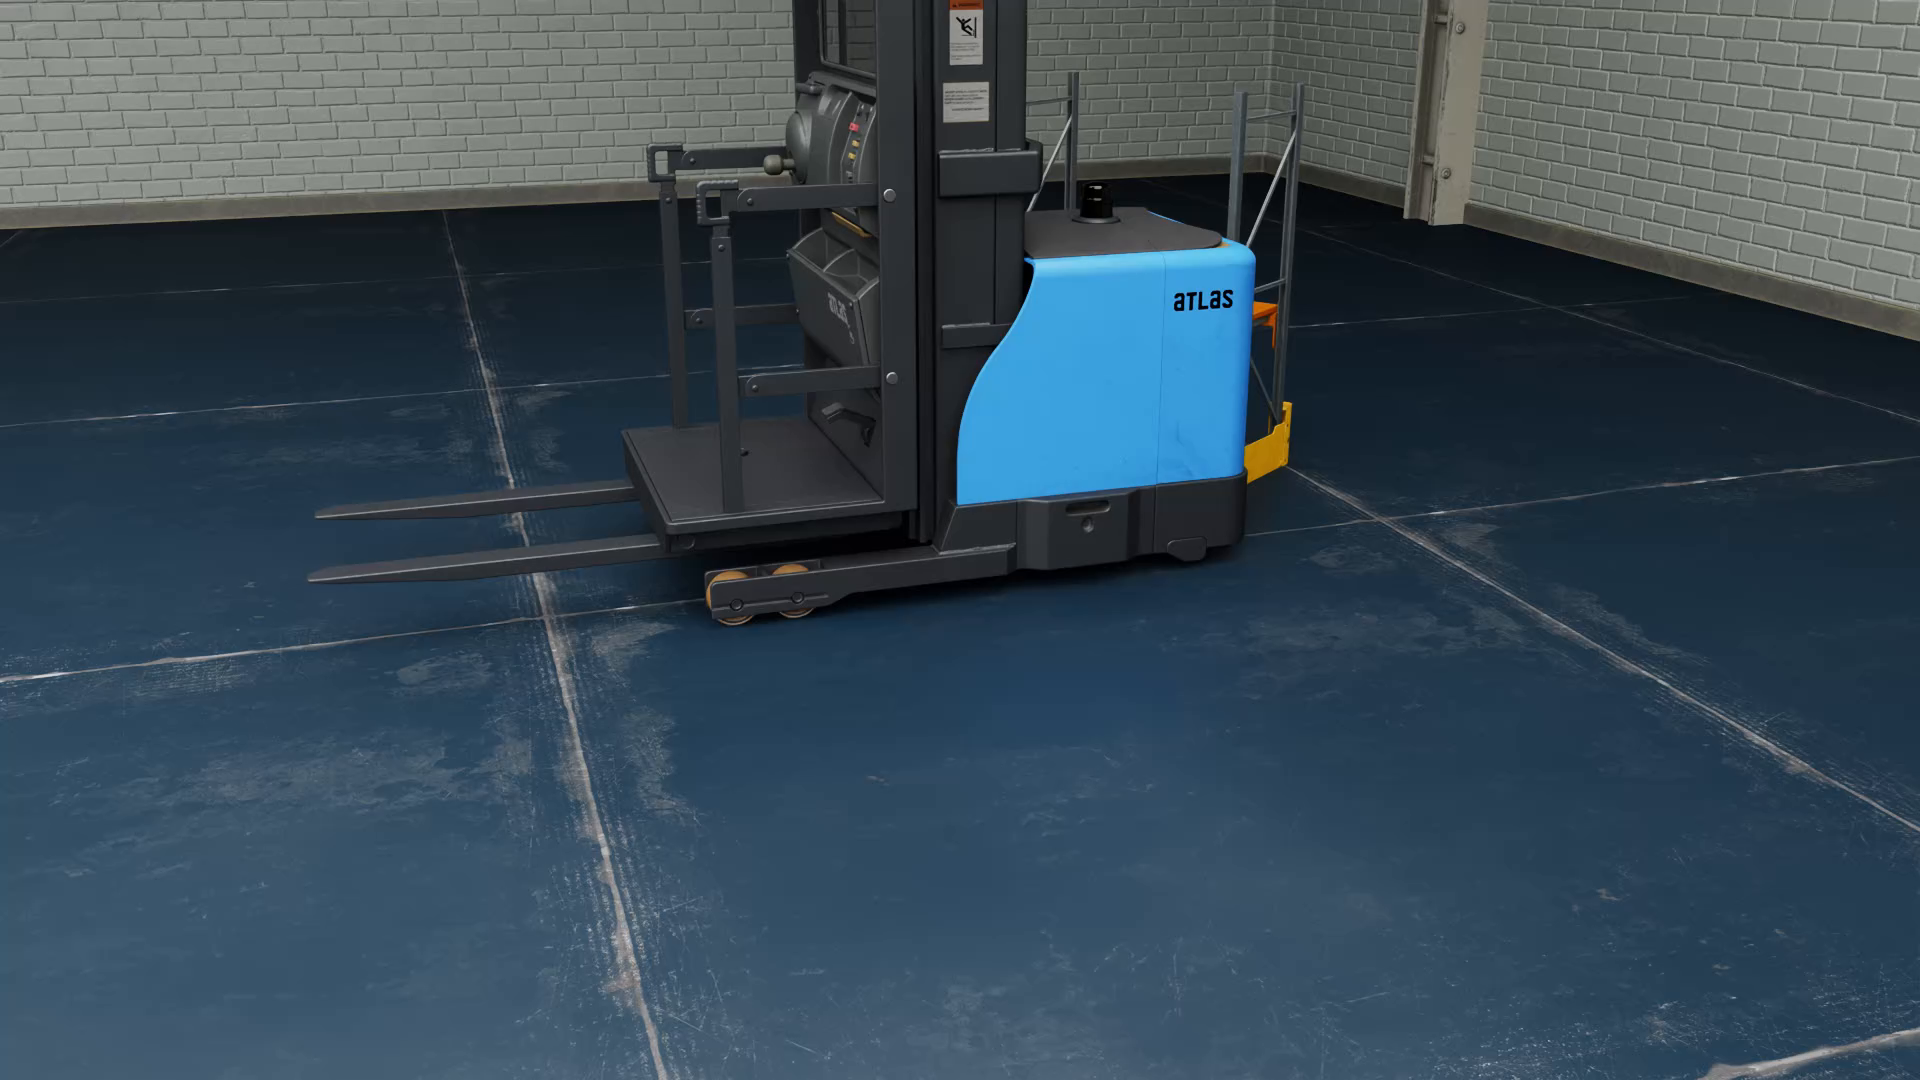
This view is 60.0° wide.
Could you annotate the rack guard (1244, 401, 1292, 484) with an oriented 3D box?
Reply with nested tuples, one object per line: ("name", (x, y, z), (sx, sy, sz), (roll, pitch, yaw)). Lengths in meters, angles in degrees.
("rack guard", (1.138, -0.364, 6.560), (0.087, 0.250, 0.587), (14, 24, 35))

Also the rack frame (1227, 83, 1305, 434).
("rack frame", (1.139, -0.952, 6.348), (0.032, 1.500, 0.500), (14, 24, 35))

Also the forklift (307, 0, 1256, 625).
("forklift", (-0.595, -1.314, 5.238), (3.031, 2.935, 1.130), (-6, 21, -17))

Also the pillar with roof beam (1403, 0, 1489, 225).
("pillar with roof beam", (-0.457, -6.223, 9.929), (9.100, 9.000, 0.400), (-6, 21, -17))

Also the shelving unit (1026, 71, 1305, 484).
("shelving unit", (0.741, -1.054, 6.632), (1.083, 1.500, 0.587), (14, 24, 35))

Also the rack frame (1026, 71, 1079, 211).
("rack frame", (0.328, -1.159, 6.926), (0.032, 1.500, 0.500), (14, 24, 35))

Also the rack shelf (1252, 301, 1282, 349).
("rack shelf", (0.734, -0.886, 6.698), (1.000, 0.185, 0.538), (14, 24, 35))
